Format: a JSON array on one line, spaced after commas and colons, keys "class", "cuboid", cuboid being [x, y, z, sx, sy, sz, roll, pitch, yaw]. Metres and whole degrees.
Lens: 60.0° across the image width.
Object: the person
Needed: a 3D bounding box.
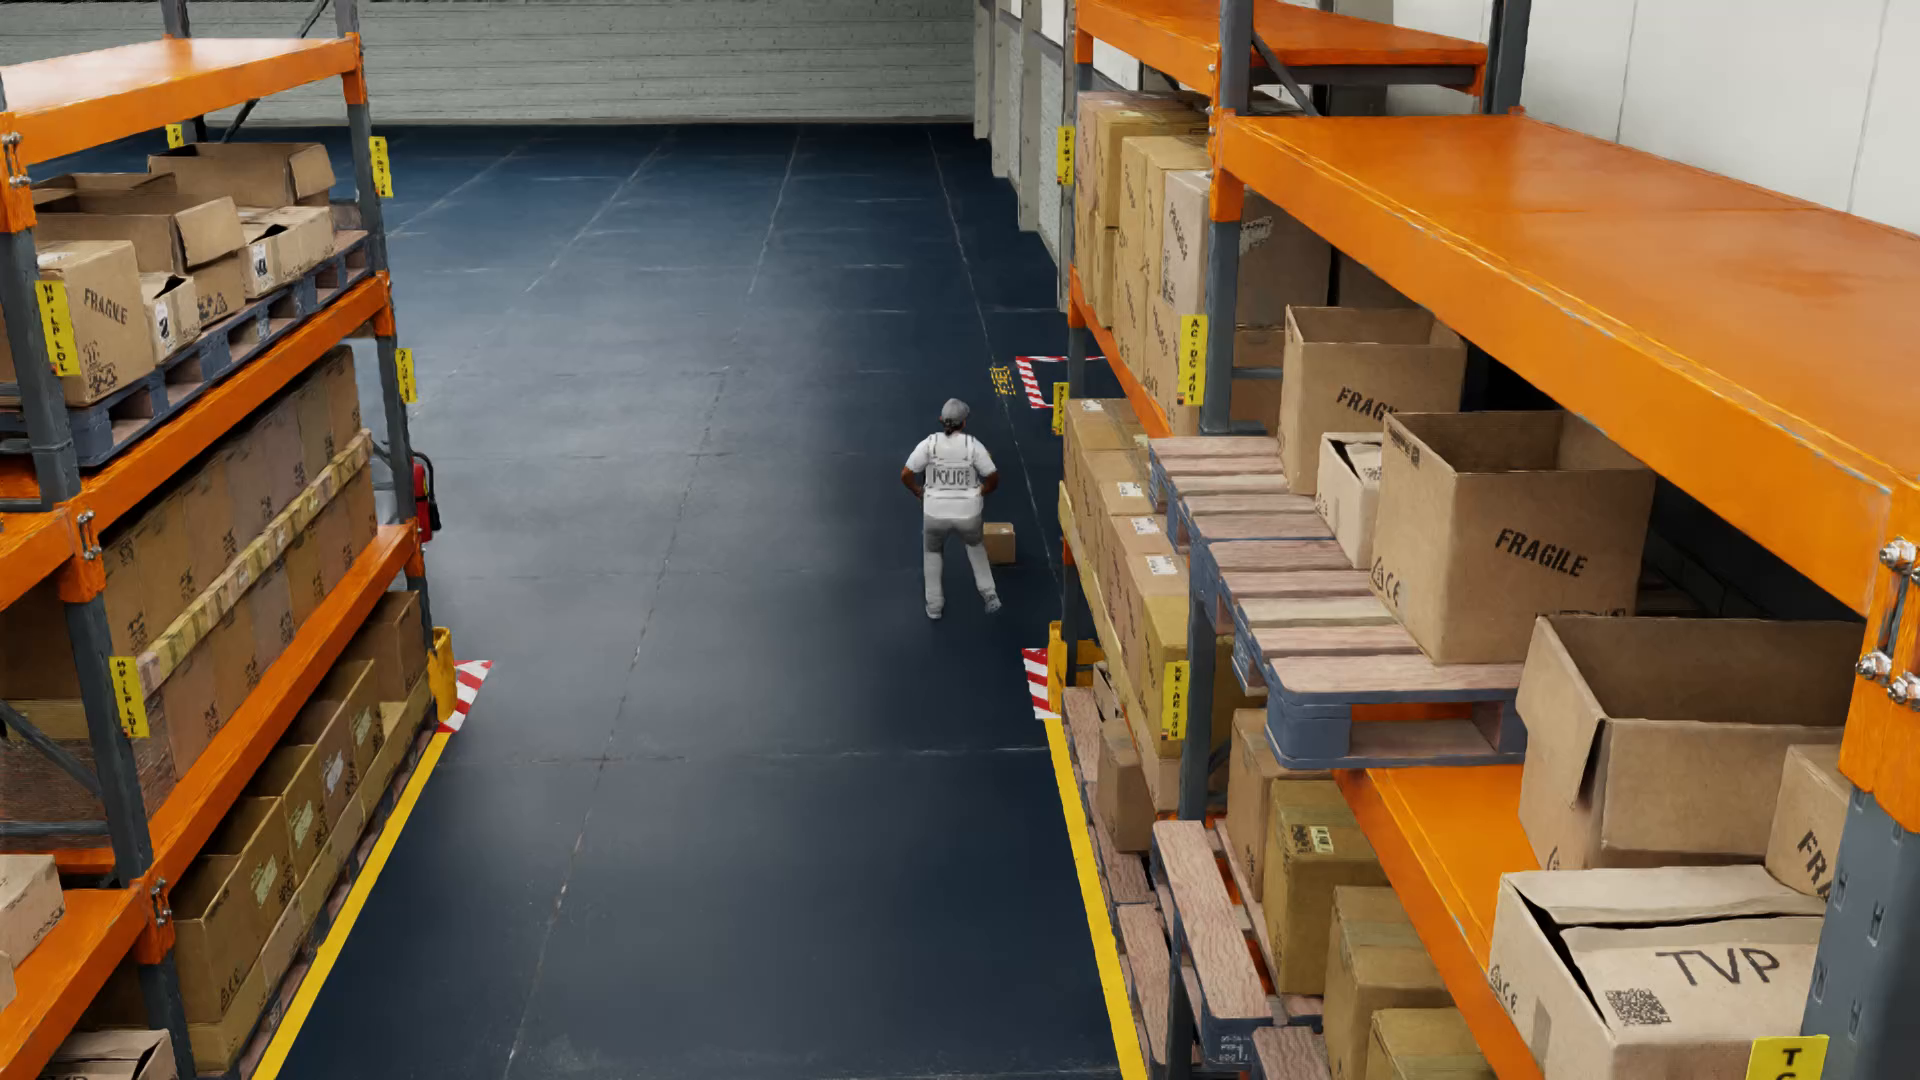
[{"class": "person", "cuboid": [-0.064, -0.218, 11.713, 0.707, 1.637, 0.477, -2, 21, -4]}]
